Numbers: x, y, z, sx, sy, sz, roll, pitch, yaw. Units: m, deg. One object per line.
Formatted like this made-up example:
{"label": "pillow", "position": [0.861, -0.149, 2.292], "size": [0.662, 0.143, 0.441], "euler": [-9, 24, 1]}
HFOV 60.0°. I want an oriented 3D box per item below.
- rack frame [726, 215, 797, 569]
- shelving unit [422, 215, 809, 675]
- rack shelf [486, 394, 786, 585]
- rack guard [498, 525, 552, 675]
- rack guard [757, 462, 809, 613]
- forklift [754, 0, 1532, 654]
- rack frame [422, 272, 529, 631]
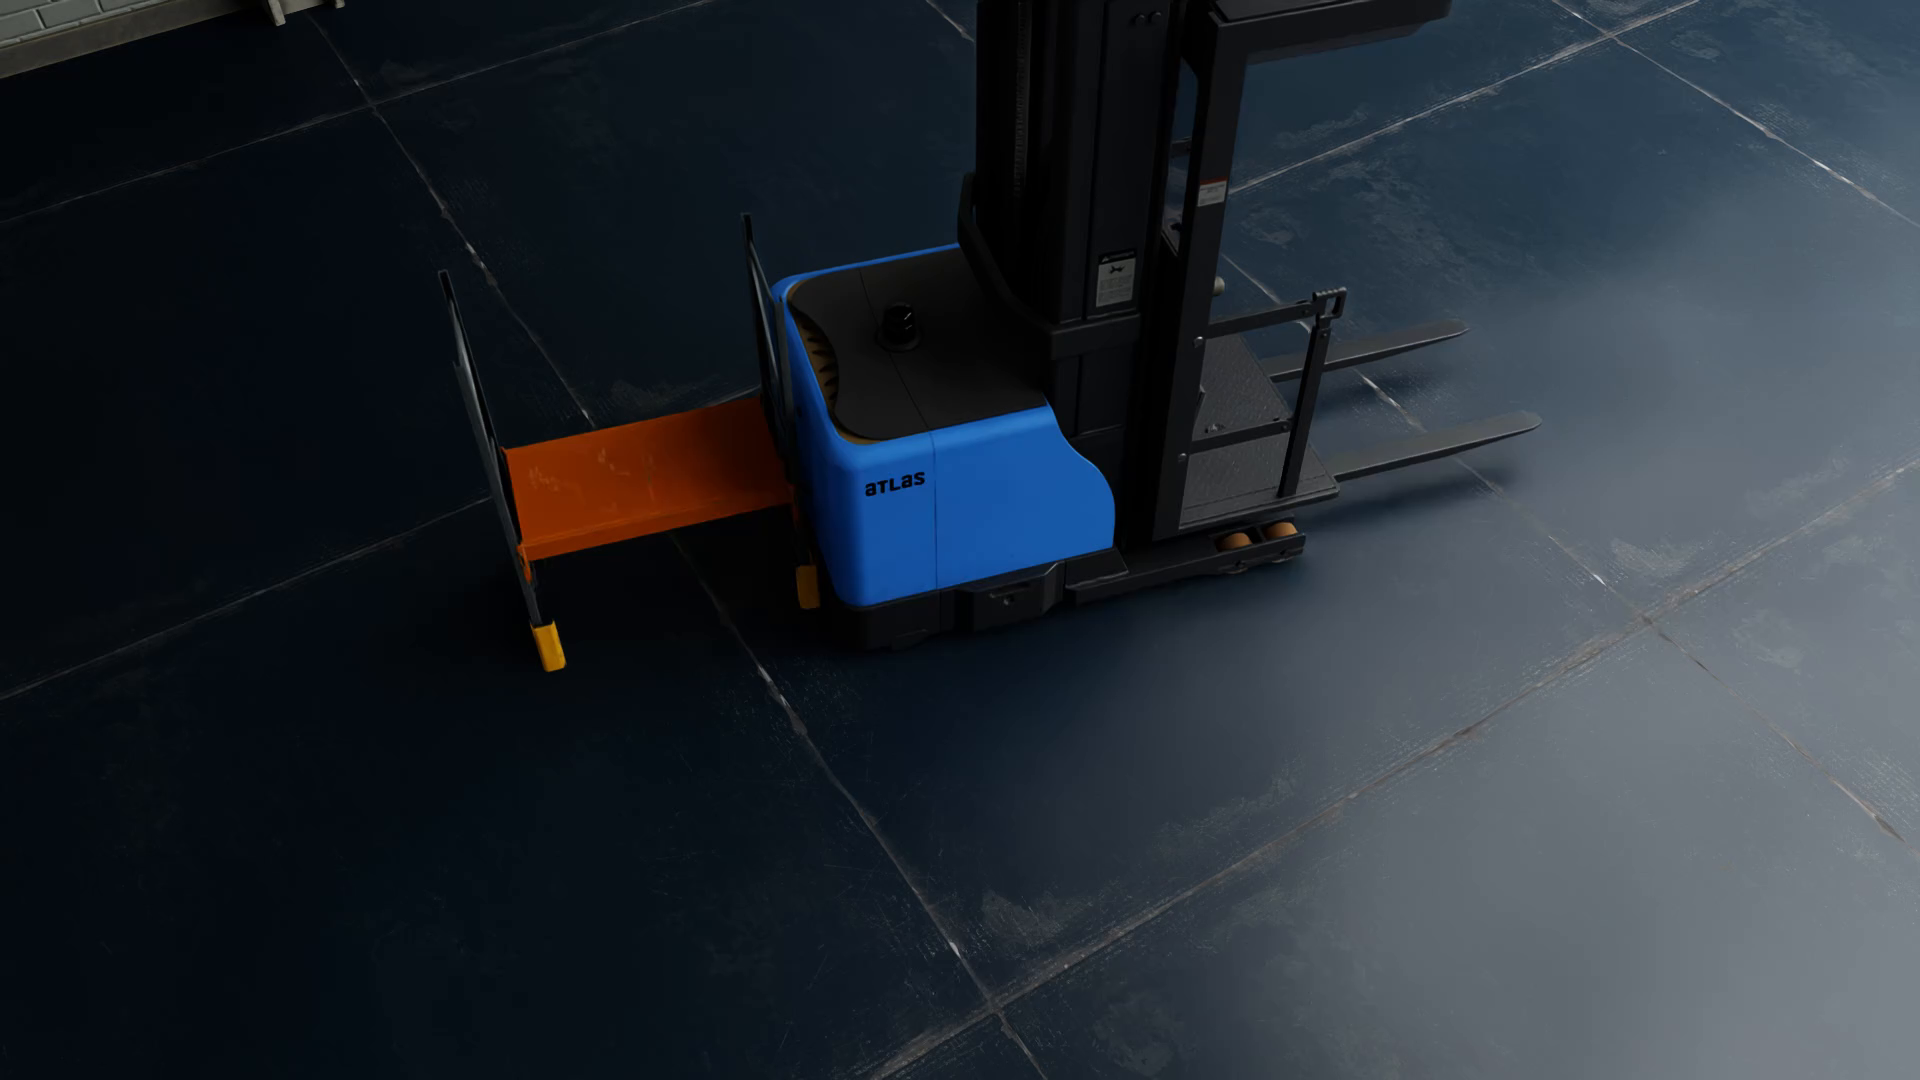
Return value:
{"label": "rack frame", "position": [-0.708, -0.430, 6.074], "size": [0.032, 1.500, 0.500], "euler": [-13, 50, -12]}
{"label": "shelving unit", "position": [-1.184, -0.318, 5.974], "size": [1.083, 1.500, 0.587], "euler": [-13, 50, -12]}
{"label": "rack shelf", "position": [-1.193, -0.196, 6.107], "size": [1.000, 0.185, 0.538], "euler": [-13, 50, -12]}
{"label": "rack guard", "position": [-1.659, 0.210, 6.341], "size": [0.087, 0.250, 0.587], "euler": [-13, 50, -12]}
{"label": "rack guard", "position": [-0.709, -0.015, 6.541], "size": [0.087, 0.250, 0.587], "euler": [-13, 50, -12]}
{"label": "forklift", "position": [0.804, -1.195, 5.797], "size": [3.031, 2.935, 1.130], "euler": [-13, 50, -12]}
{"label": "rack frame", "position": [-1.677, -0.202, 5.870], "size": [0.032, 1.500, 0.500], "euler": [-13, 50, -12]}
